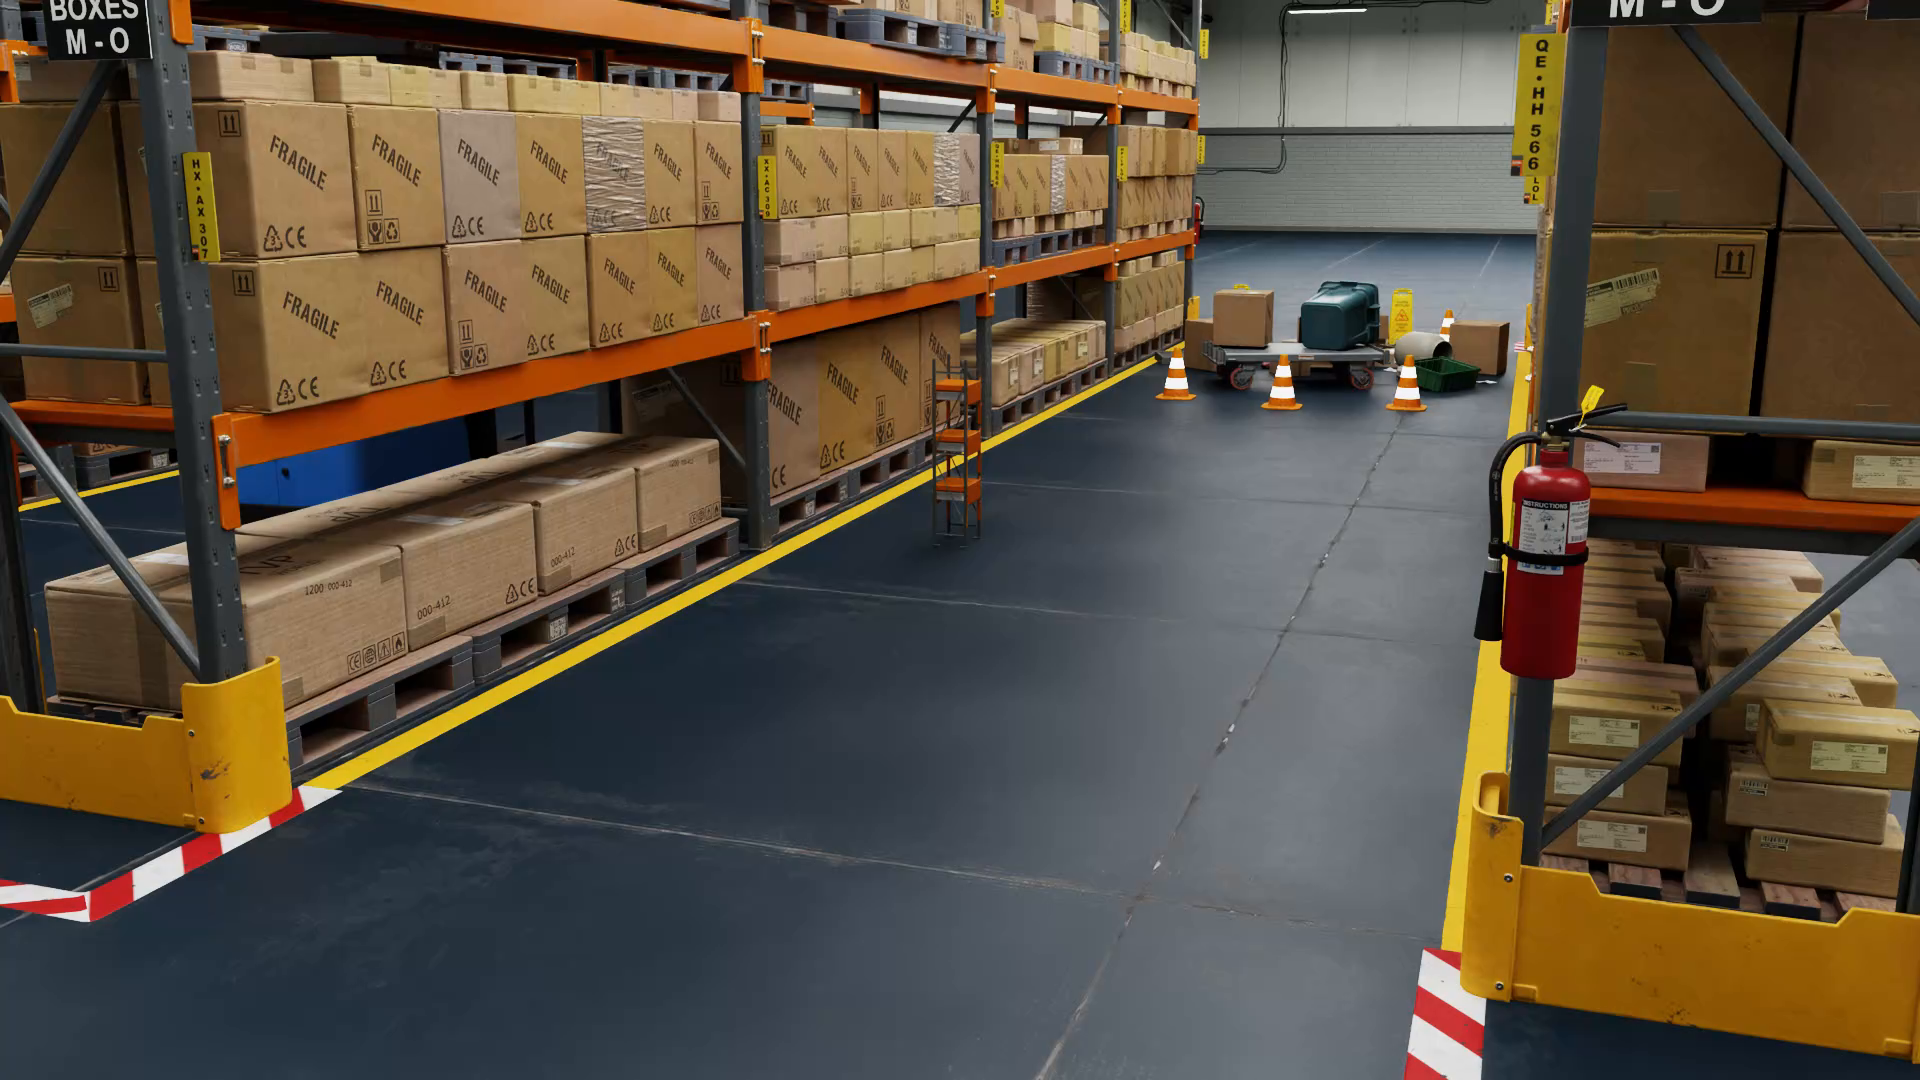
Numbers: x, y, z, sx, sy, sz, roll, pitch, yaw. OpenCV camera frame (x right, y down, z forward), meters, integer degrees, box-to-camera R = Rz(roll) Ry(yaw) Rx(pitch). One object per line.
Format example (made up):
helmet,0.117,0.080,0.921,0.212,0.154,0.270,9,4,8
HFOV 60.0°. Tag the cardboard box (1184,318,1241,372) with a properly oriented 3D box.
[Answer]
cardboard box,2.681,-2.032,17.264,0.500,0.500,0.500,-8,15,-30

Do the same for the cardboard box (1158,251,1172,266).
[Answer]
cardboard box,2.189,-3.188,18.808,0.380,0.149,0.250,5,14,19

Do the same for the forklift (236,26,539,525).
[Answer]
forklift,-3.230,-1.630,10.041,1.130,2.935,3.031,4,13,15

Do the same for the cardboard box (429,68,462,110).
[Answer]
cardboard box,-2.146,-1.725,6.377,0.380,0.149,0.250,4,14,19

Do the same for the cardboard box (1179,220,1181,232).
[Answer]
cardboard box,2.342,-3.634,19.233,0.380,0.149,0.250,4,13,17

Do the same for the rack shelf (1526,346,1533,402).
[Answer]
rack shelf,3.822,-1.173,9.503,1.077,0.370,4.000,4,14,18

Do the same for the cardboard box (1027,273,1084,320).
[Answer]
cardboard box,0.984,-2.496,17.233,0.500,0.500,0.500,4,14,18

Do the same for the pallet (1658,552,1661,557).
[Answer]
pallet,3.425,0.093,8.607,1.003,0.211,1.213,4,14,18

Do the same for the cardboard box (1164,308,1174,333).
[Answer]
cardboard box,2.159,-2.531,19.070,0.500,0.250,0.500,4,14,19

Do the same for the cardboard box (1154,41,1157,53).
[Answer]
cardboard box,1.882,-5.227,17.680,0.380,0.149,0.250,5,14,20

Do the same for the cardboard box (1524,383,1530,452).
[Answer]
cardboard box,3.999,-0.800,10.928,0.500,0.500,0.500,4,13,16

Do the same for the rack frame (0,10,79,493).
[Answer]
rack frame,-6.240,-1.794,10.609,1.000,3.000,0.127,4,14,18

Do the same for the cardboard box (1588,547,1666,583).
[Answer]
cardboard box,2.454,0.128,6.312,0.380,0.149,0.250,4,13,16

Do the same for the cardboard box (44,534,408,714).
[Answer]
cardboard box,-2.717,0.303,6.235,0.875,0.438,0.875,4,13,16

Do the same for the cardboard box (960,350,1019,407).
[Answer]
cardboard box,-0.055,-1.322,13.500,0.950,0.372,0.625,3,13,15

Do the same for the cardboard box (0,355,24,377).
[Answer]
cardboard box,-6.394,-1.195,11.199,0.380,0.149,0.250,4,13,16

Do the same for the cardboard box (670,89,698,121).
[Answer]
cardboard box,-1.528,-2.155,8.258,0.380,0.149,0.250,5,14,20

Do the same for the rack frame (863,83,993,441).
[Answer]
rack frame,-0.248,-2.280,12.736,1.000,3.000,0.127,4,14,18

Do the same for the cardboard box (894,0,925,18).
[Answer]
cardboard box,-0.543,-3.604,10.628,0.500,0.500,0.500,4,14,19

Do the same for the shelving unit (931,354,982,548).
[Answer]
shelving unit,-0.017,-0.501,9.322,0.215,1.050,0.252,4,14,18

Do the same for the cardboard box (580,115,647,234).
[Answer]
cardboard box,-1.761,-1.641,7.464,0.500,0.500,0.500,5,14,19

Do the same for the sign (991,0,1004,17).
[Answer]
sign,0.275,-3.991,12.154,0.100,0.325,0.005,4,14,18

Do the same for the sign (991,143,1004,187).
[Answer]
sign,0.279,-2.805,12.436,0.100,0.325,0.005,4,14,18

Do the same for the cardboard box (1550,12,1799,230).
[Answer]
cardboard box,1.793,-1.056,4.233,0.500,0.500,0.500,4,13,17

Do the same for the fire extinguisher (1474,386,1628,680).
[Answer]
fire extinguisher,1.362,-0.021,3.852,0.296,0.674,0.183,4,14,18

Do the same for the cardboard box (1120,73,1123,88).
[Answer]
cardboard box,1.383,-4.511,16.333,0.380,0.149,0.250,4,13,18

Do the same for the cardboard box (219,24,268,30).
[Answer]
cardboard box,-5.274,-3.859,12.356,0.380,0.149,0.250,5,14,20

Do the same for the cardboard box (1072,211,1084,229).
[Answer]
cardboard box,0.911,-2.911,15.123,0.380,0.149,0.250,4,14,19

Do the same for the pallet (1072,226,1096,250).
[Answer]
pallet,0.662,-2.878,15.789,1.003,0.211,1.213,4,14,18

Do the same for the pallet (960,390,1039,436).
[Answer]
pallet,0.007,-1.085,13.767,1.003,0.211,1.213,4,14,18

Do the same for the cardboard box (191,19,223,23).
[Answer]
cardboard box,-5.348,-3.690,11.570,0.380,0.149,0.250,5,14,20

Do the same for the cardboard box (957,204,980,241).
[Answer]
cardboard box,-0.164,-2.330,12.171,0.500,0.250,0.500,4,14,18

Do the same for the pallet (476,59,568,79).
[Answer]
pallet,-4.452,-4.392,15.673,1.003,0.211,1.213,5,14,21

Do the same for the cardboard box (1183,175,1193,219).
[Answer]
cardboard box,2.426,-4.024,19.485,0.500,0.500,0.500,4,13,17

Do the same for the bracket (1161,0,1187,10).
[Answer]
bracket,5.639,-14.580,45.056,0.076,0.066,4.783,4,14,18

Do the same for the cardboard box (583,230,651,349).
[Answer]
cardboard box,-1.760,-1.155,7.582,0.500,0.500,0.500,4,13,18

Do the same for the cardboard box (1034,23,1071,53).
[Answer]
cardboard box,0.660,-4.369,14.543,0.500,0.250,0.500,5,14,19

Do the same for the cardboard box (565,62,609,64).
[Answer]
cardboard box,-3.720,-4.819,16.515,0.380,0.149,0.250,4,14,18

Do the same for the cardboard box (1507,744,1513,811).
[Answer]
cardboard box,1.841,0.737,4.979,0.380,0.149,0.250,5,14,20

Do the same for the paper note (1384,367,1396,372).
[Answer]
paper note,4.471,-1.754,17.119,0.172,0.023,0.155,10,16,38

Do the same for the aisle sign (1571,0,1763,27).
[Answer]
aisle sign,1.573,-1.534,3.626,0.394,0.787,0.004,4,14,18

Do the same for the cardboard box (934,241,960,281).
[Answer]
cardboard box,-0.316,-1.973,11.728,0.500,0.250,0.500,5,14,19

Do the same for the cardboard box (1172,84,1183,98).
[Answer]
cardboard box,2.322,-5.101,18.919,0.380,0.149,0.250,5,14,20

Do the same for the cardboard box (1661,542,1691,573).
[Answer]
cardboard box,3.029,0.045,6.677,0.380,0.149,0.250,5,14,20

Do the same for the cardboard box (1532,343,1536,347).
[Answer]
cardboard box,2.773,-0.944,7.448,0.380,0.149,0.250,5,14,20

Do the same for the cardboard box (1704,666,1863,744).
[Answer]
cardboard box,2.347,0.482,4.761,0.380,0.149,0.250,5,14,19

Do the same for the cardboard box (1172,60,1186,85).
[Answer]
cardboard box,2.254,-5.267,18.750,0.500,0.250,0.500,4,14,18

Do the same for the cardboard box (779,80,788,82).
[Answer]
cardboard box,-2.338,-5.718,20.455,0.380,0.149,0.250,4,13,17

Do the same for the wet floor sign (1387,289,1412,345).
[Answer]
wet floor sign,5.193,-2.630,19.561,0.267,0.644,0.232,2,13,9

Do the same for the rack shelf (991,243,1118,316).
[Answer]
rack shelf,0.399,-2.350,14.662,1.077,0.370,4.000,4,14,18

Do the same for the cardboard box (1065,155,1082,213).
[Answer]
cardboard box,0.782,-3.194,14.905,0.500,0.500,0.500,5,14,20

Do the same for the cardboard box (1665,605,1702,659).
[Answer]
cardboard box,2.757,0.351,6.003,0.380,0.149,0.250,5,14,21

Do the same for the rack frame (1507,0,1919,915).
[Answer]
rack frame,1.880,-0.261,3.888,1.000,3.000,0.127,4,14,18
